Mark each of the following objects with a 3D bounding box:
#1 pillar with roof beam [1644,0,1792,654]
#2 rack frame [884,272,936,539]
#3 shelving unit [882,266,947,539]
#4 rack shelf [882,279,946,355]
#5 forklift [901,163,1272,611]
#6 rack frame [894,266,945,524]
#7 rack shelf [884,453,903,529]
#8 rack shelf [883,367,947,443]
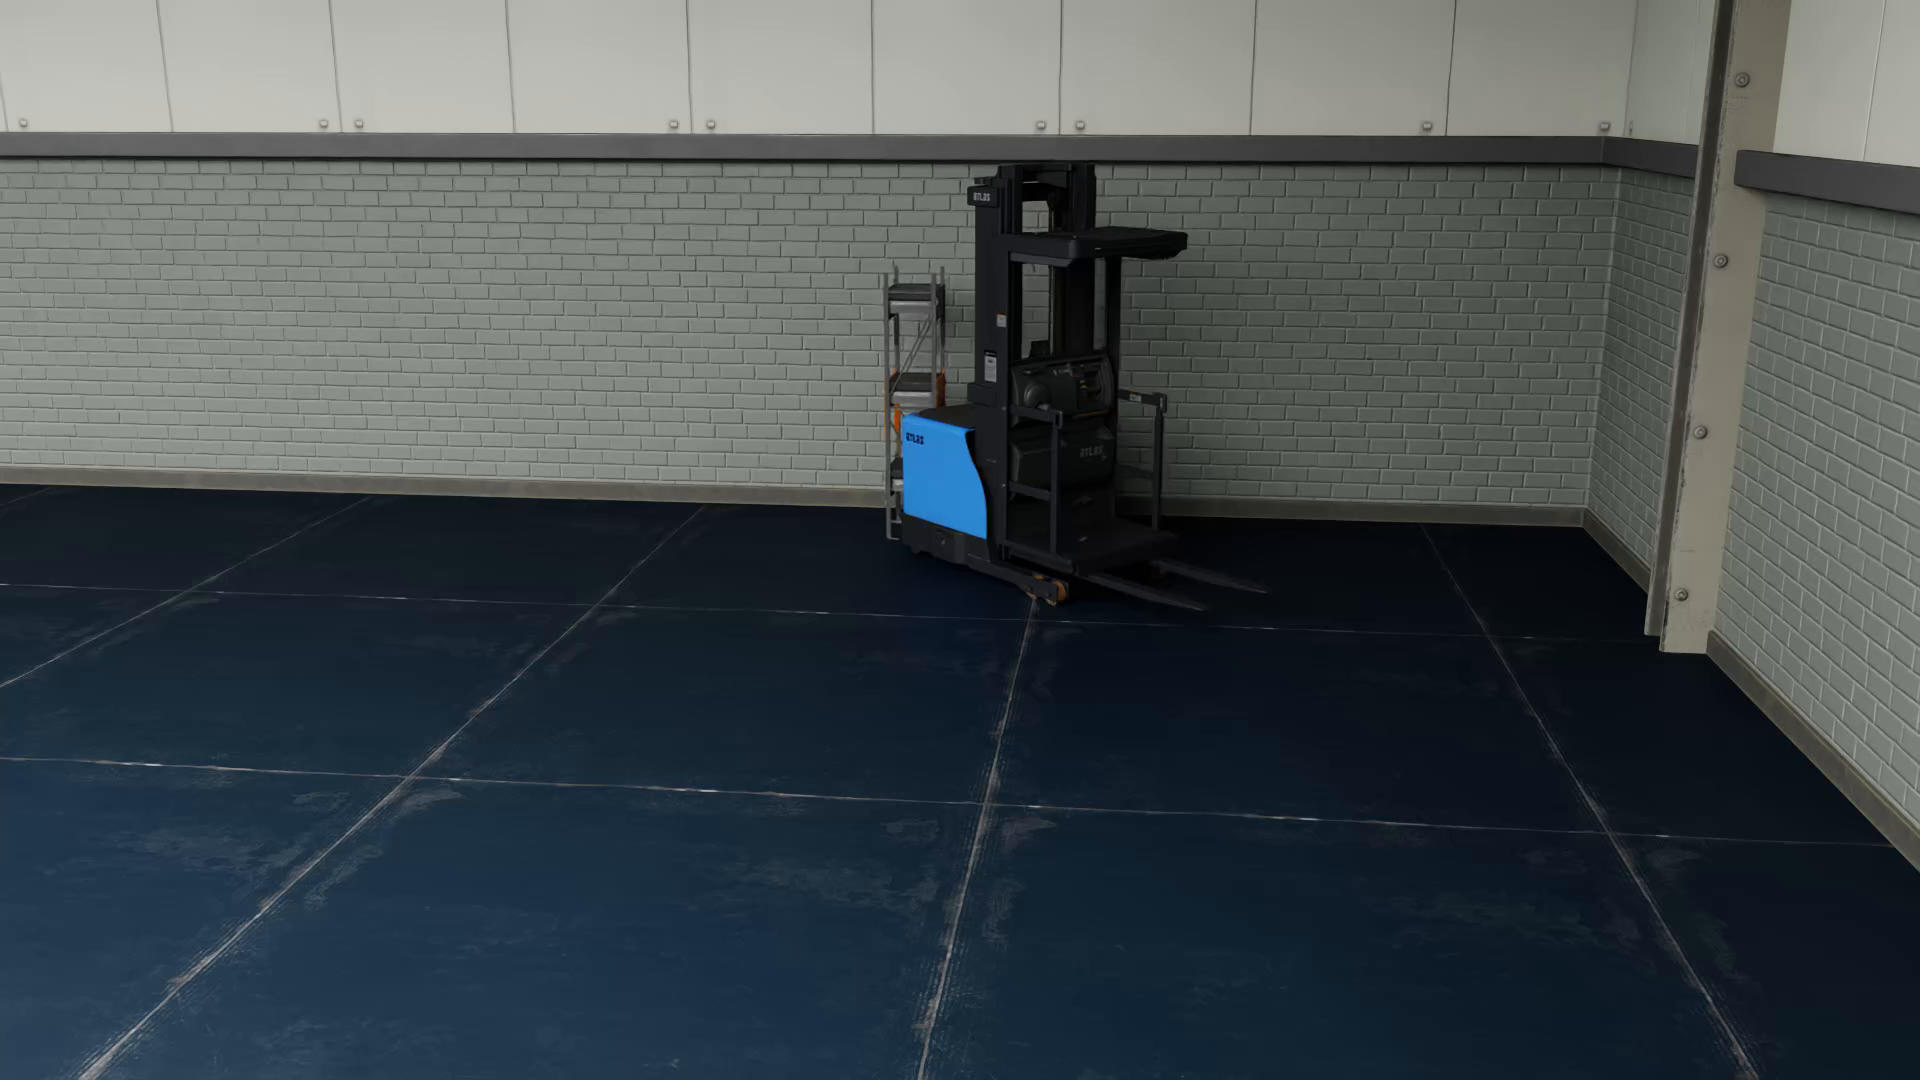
[{"bbox_3d":[0.342,-3.808,10.007,9.100,9.000,0.400,2,15,6],"label":"pillar with roof beam"},{"bbox_3d":[-0.381,-1.016,12.898,0.400,2.100,0.015,2,15,7],"label":"rack frame"},{"bbox_3d":[-0.351,-1.079,13.132,0.431,2.100,0.503,2,15,7],"label":"shelving unit"},{"bbox_3d":[-0.351,-1.742,12.952,0.431,0.518,0.480,2,15,7],"label":"rack shelf"},{"bbox_3d":[0.868,-1.112,11.659,1.130,2.935,3.031,-12,19,-37],"label":"forklift"},{"bbox_3d":[-0.321,-1.143,13.365,0.400,2.100,0.015,2,15,7],"label":"rack frame"},{"bbox_3d":[-0.351,-0.391,13.318,0.431,0.518,0.480,2,15,7],"label":"rack shelf"},{"bbox_3d":[-0.351,-1.066,13.135,0.431,0.518,0.480,2,15,7],"label":"rack shelf"}]
